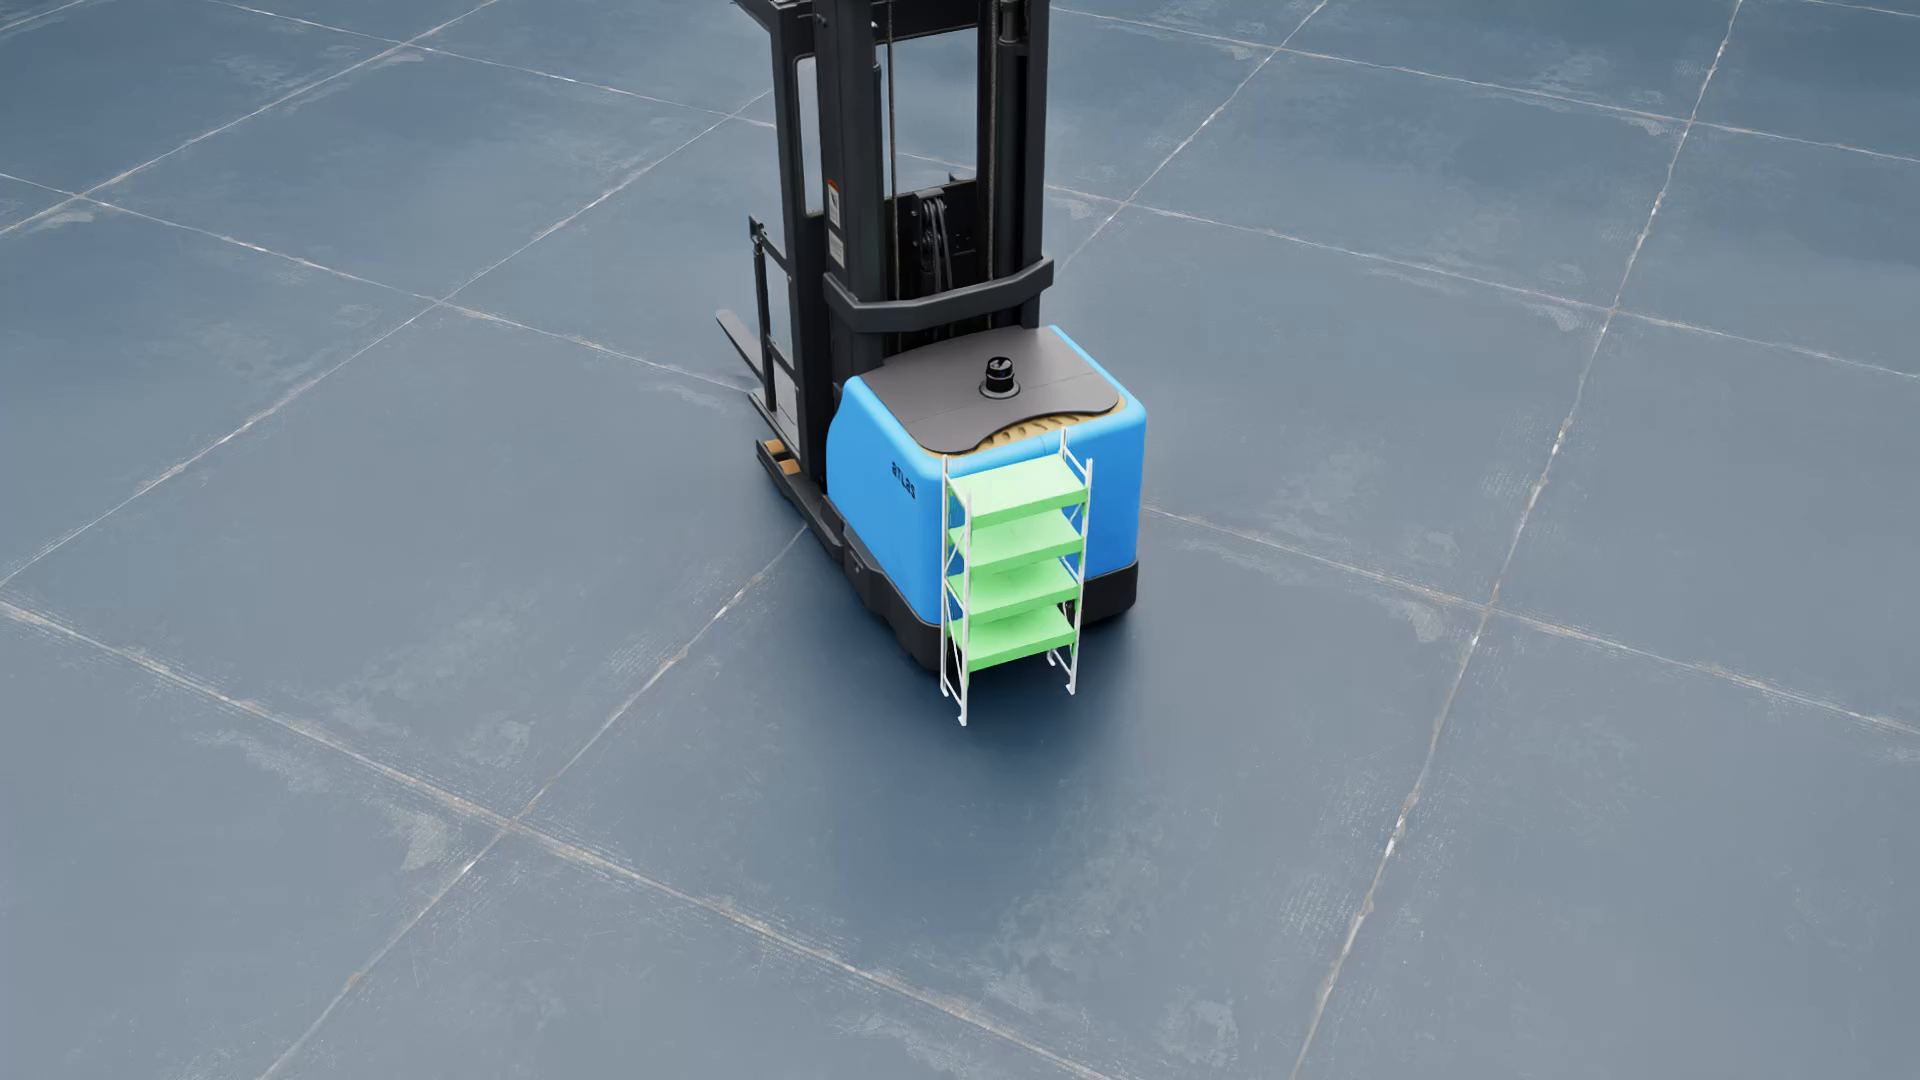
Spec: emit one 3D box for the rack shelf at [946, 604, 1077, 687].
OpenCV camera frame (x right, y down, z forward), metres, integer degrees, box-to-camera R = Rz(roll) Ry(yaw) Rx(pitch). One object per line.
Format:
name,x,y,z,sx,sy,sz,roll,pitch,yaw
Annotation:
rack shelf,0.201,0.399,6.726,0.480,0.148,0.258,-14,42,-18

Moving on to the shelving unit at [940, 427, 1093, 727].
shelving unit,0.206,0.164,6.534,0.503,1.200,0.258,-14,42,-18

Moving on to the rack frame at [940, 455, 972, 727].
rack frame,-0.019,0.221,6.458,0.015,1.200,0.240,-14,42,-18

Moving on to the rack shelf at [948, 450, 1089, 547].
rack shelf,0.211,-0.159,6.271,0.480,0.148,0.258,-14,42,-18

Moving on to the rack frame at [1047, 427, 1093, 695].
rack frame,0.430,0.106,6.610,0.015,1.200,0.240,-14,42,-18

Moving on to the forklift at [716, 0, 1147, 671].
forklift,-0.344,-1.503,7.306,1.130,2.935,3.031,-17,40,-21

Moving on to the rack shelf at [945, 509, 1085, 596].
rack shelf,0.208,0.027,6.423,0.480,0.148,0.258,-14,42,-18

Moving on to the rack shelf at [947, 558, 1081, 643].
rack shelf,0.205,0.213,6.574,0.480,0.148,0.258,-14,42,-18
